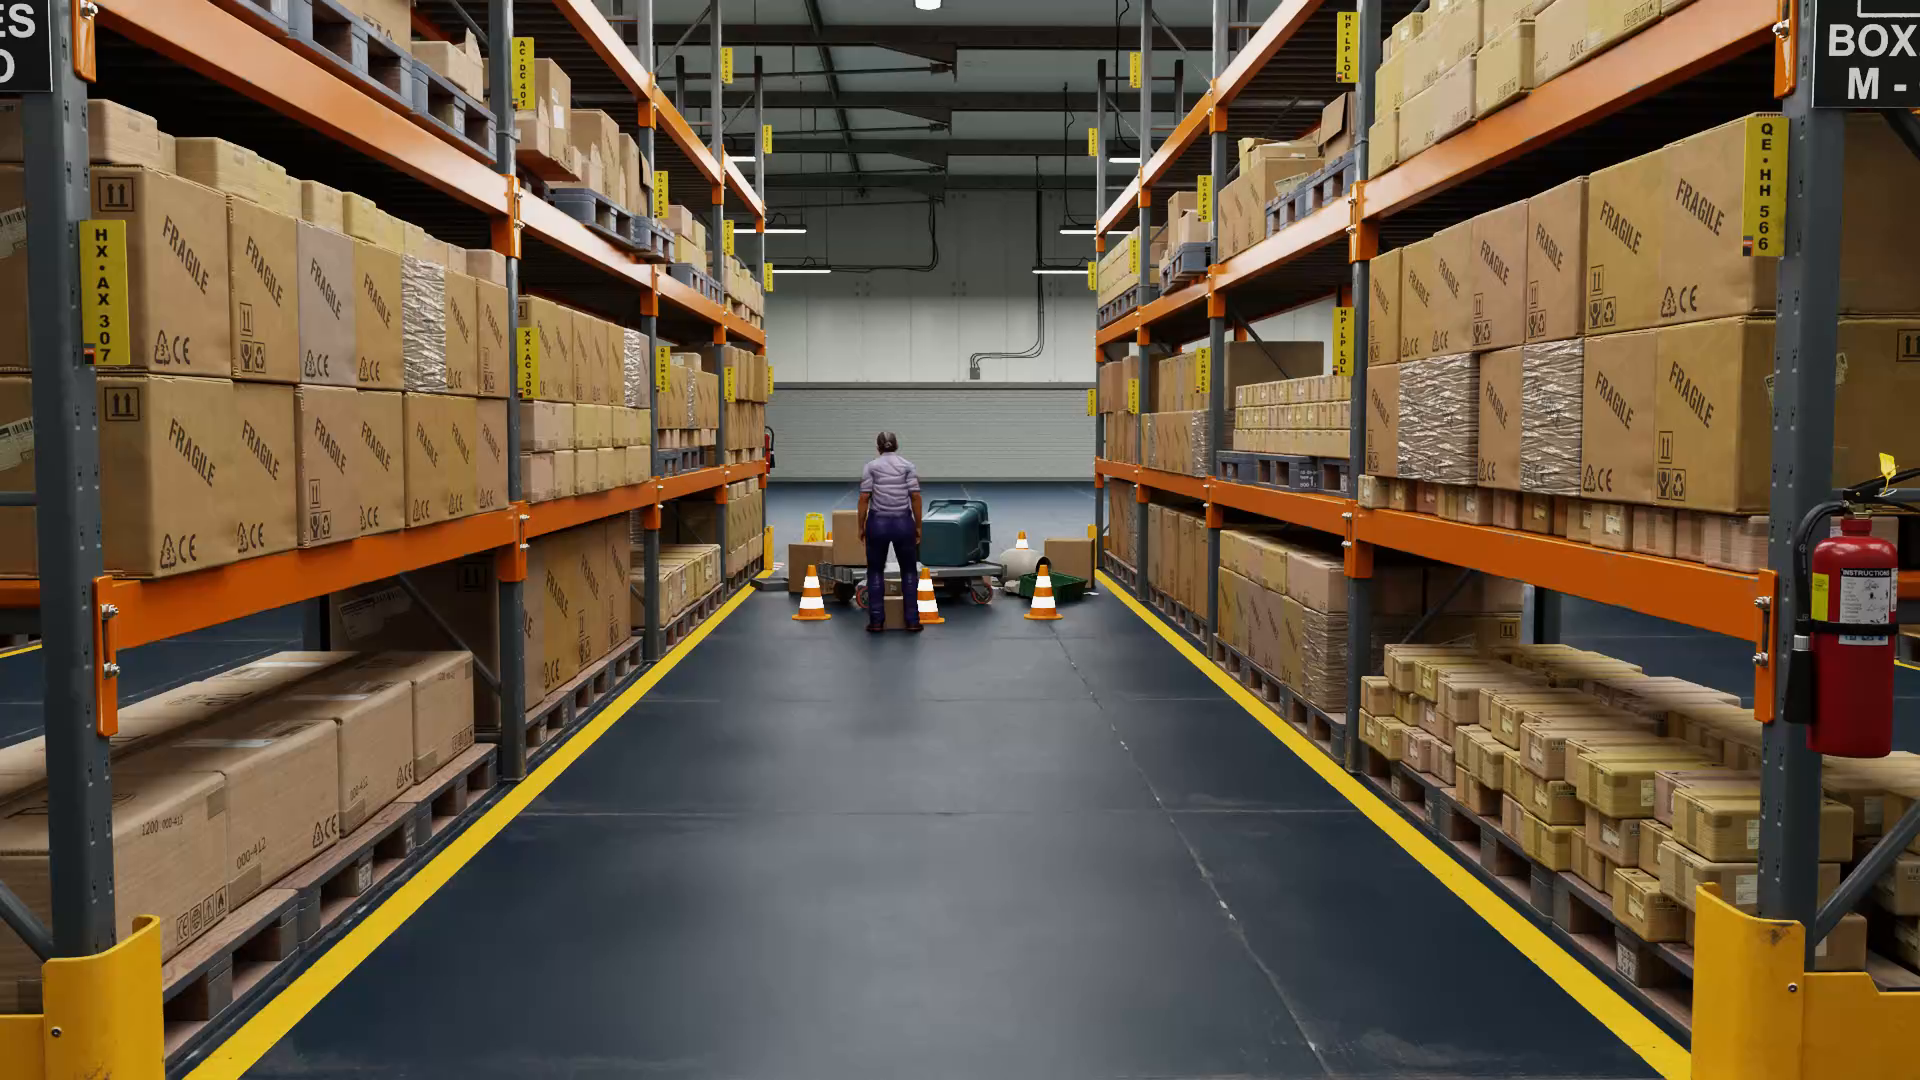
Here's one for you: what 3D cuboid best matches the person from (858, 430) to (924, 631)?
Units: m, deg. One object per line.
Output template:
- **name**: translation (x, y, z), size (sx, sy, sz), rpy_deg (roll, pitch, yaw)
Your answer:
- **person**: translation (-0.564, -0.074, 13.656), size (0.549, 1.651, 0.350), rpy_deg (0, 4, -6)
